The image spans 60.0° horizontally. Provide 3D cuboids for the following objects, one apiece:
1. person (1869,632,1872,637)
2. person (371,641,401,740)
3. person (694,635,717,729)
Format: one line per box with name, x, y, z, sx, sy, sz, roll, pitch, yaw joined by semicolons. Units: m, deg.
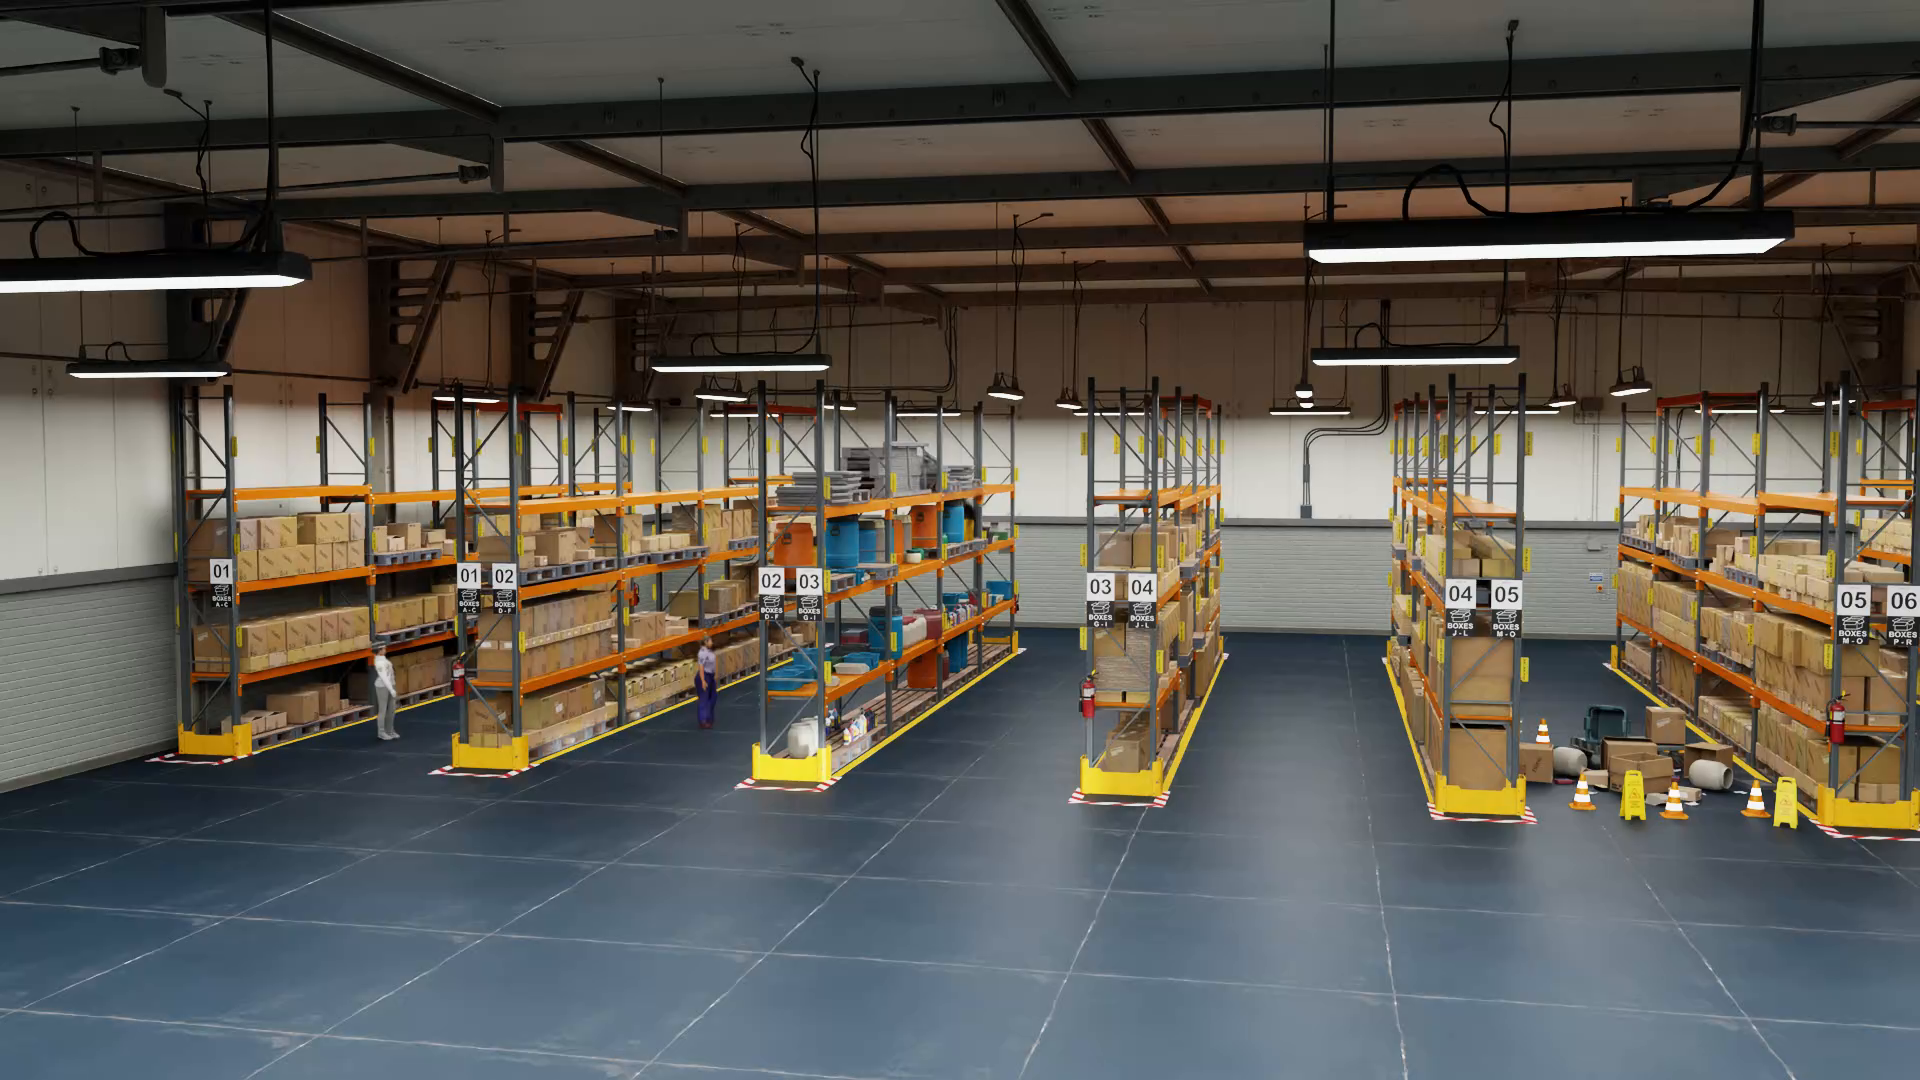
person;17.095;2.348;31.665;0.642;1.806;0.609;0;3;-6
person;-9.821;2.585;28.489;0.523;1.723;0.499;1;3;11
person;-4.549;2.567;29.729;0.361;1.719;0.563;1;3;10
